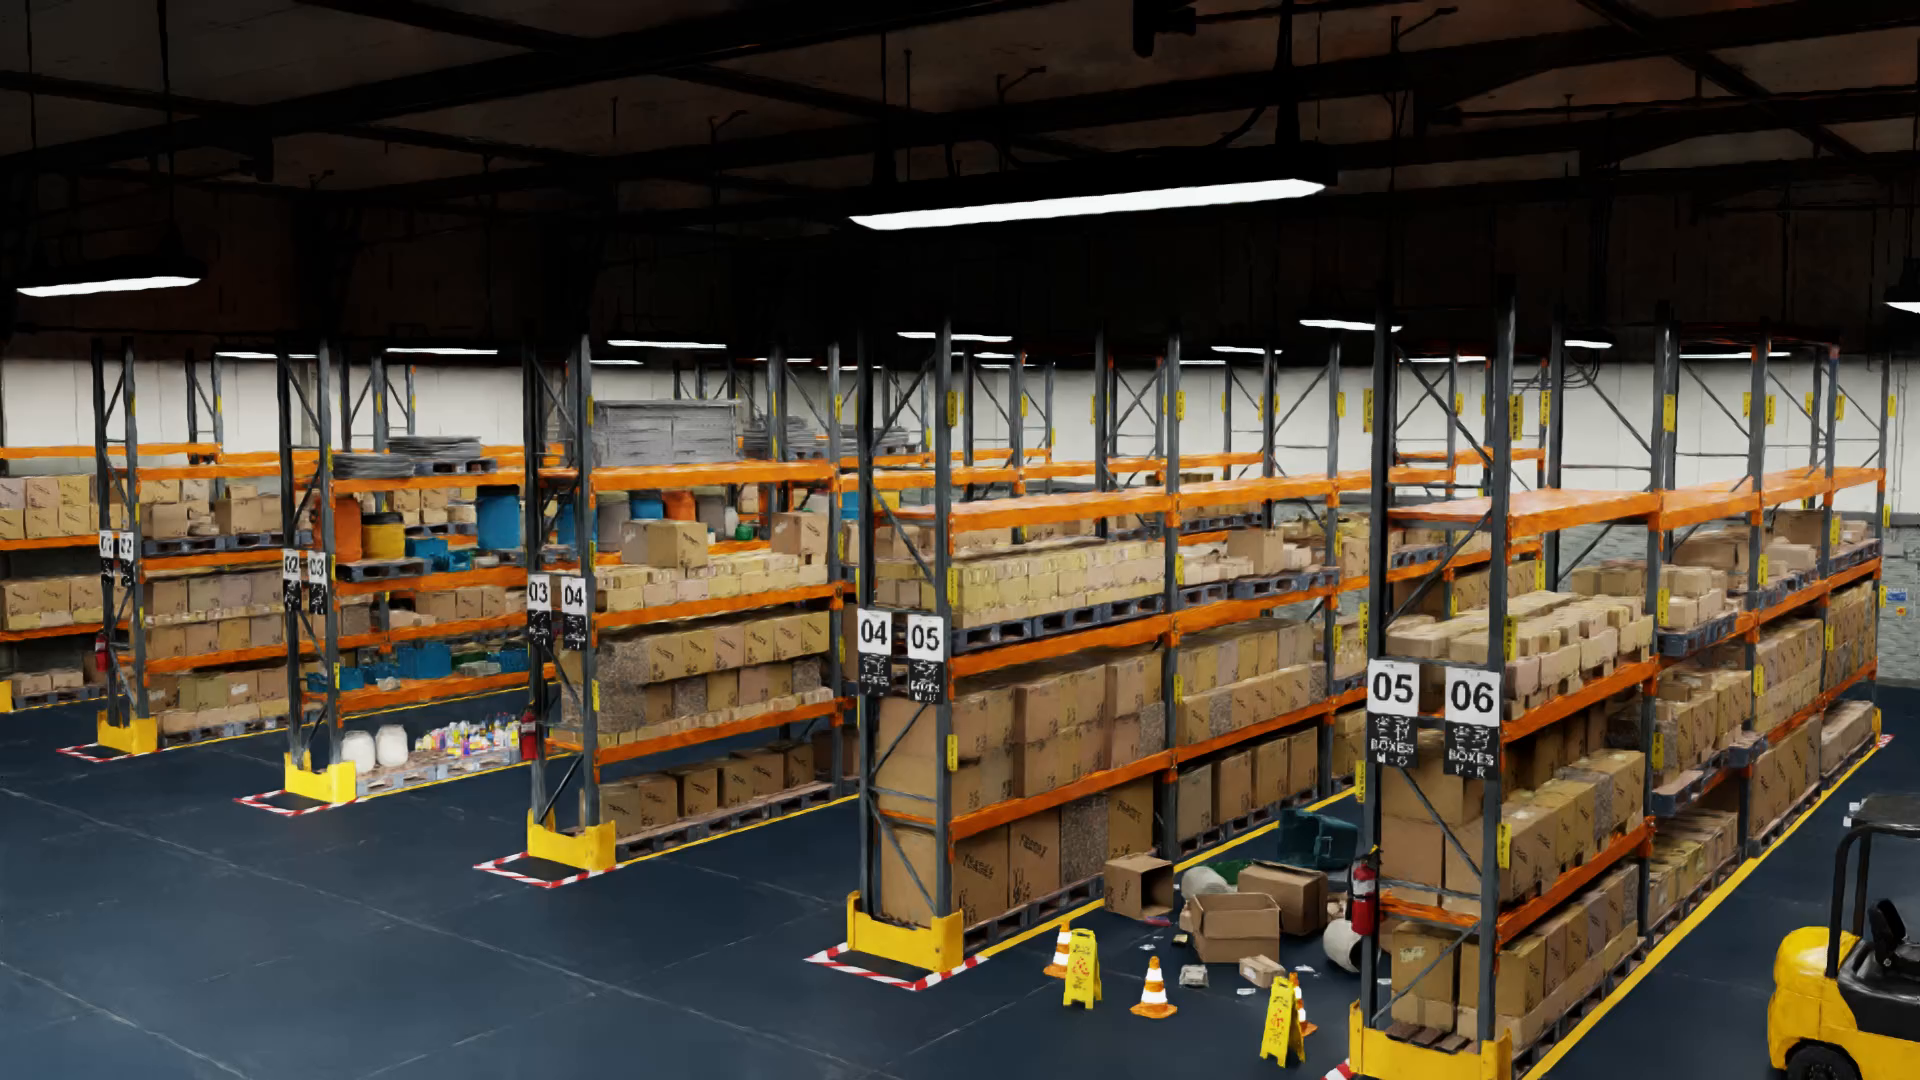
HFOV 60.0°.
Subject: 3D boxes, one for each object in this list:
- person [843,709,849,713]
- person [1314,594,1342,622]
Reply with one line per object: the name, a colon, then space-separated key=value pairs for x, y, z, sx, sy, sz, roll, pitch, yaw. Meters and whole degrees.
person: x=-1.881 y=1.929 z=27.160 sx=0.575 sy=1.715 sz=1.102 roll=3 pitch=6 yaw=29
person: x=7.267 y=1.540 z=32.766 sx=0.568 sy=1.528 sz=0.780 roll=2 pitch=5 yaw=18
